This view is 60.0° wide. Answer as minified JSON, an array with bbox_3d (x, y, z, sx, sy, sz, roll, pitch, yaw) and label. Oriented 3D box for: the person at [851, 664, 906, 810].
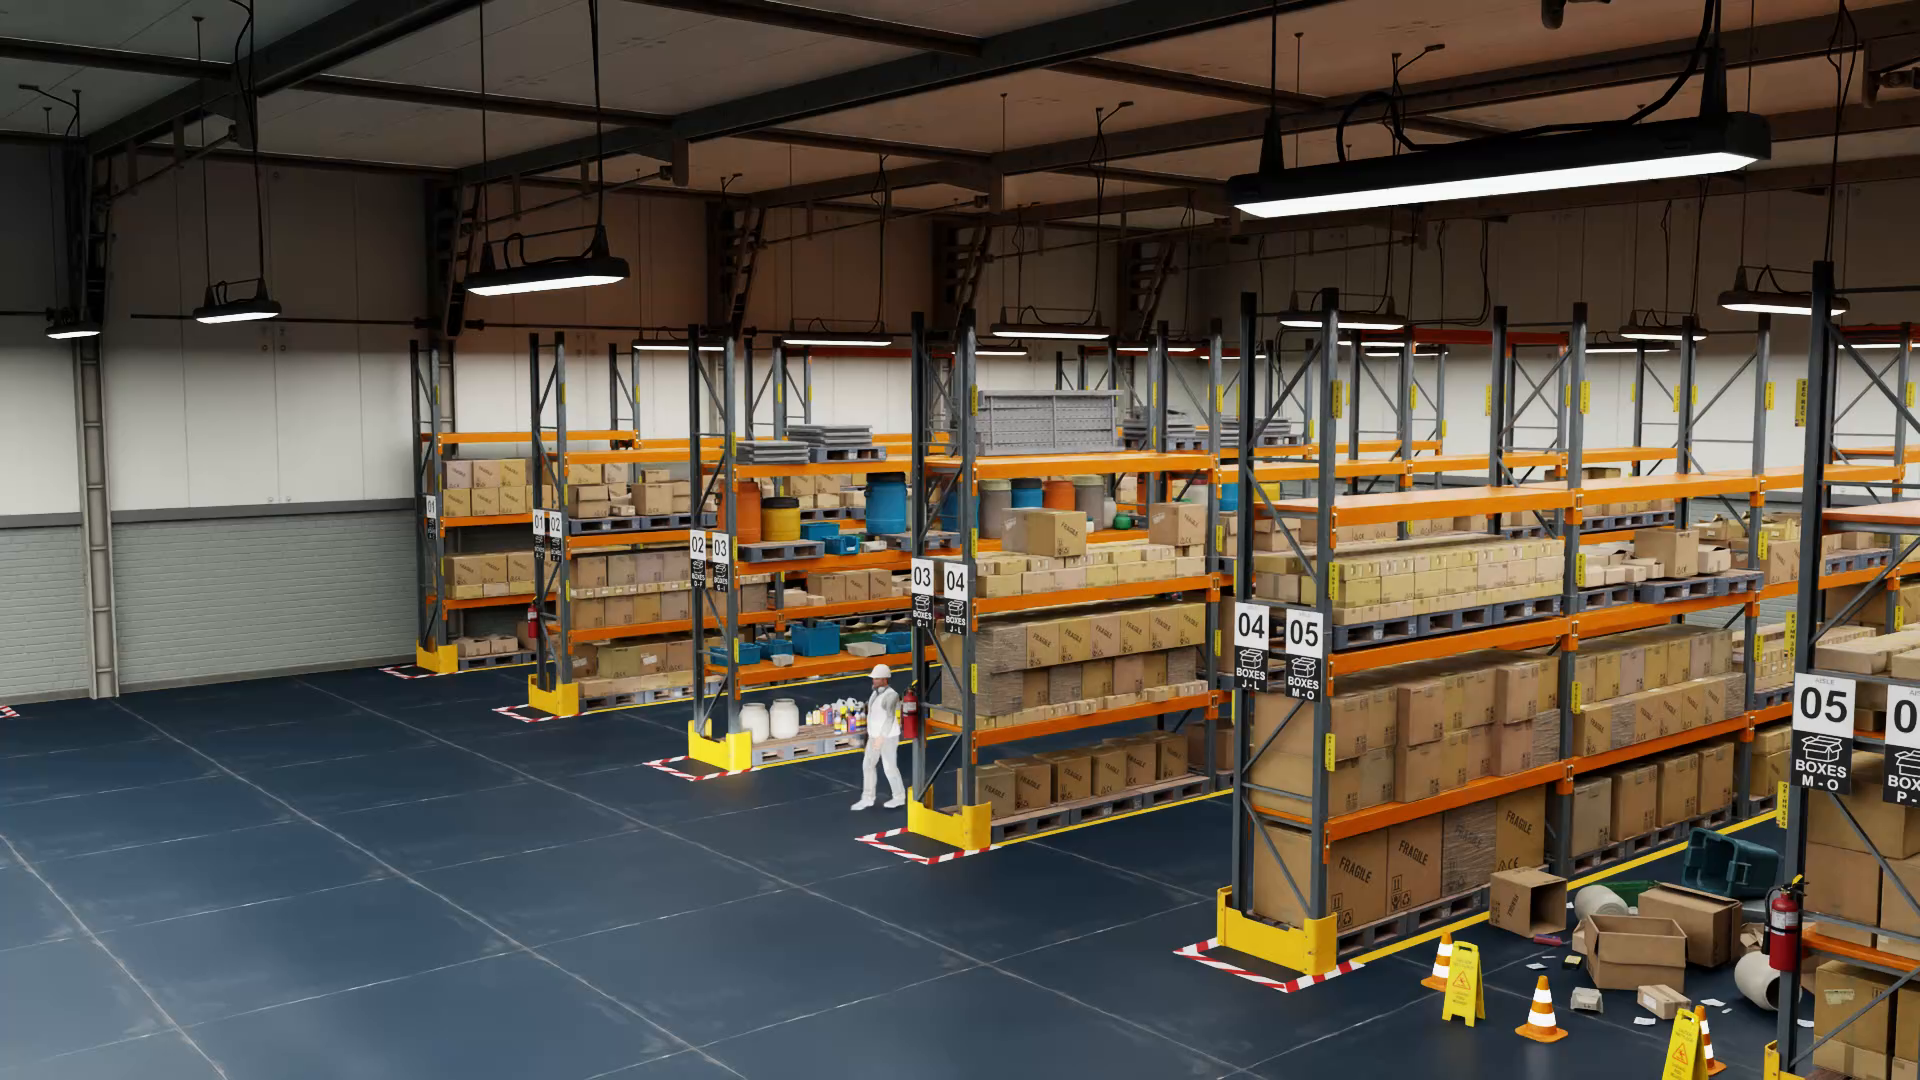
[{"bbox_3d":[-0.985,2.408,20.326,0.661,1.789,0.581,-3,6,-30],"label":"person"}]
